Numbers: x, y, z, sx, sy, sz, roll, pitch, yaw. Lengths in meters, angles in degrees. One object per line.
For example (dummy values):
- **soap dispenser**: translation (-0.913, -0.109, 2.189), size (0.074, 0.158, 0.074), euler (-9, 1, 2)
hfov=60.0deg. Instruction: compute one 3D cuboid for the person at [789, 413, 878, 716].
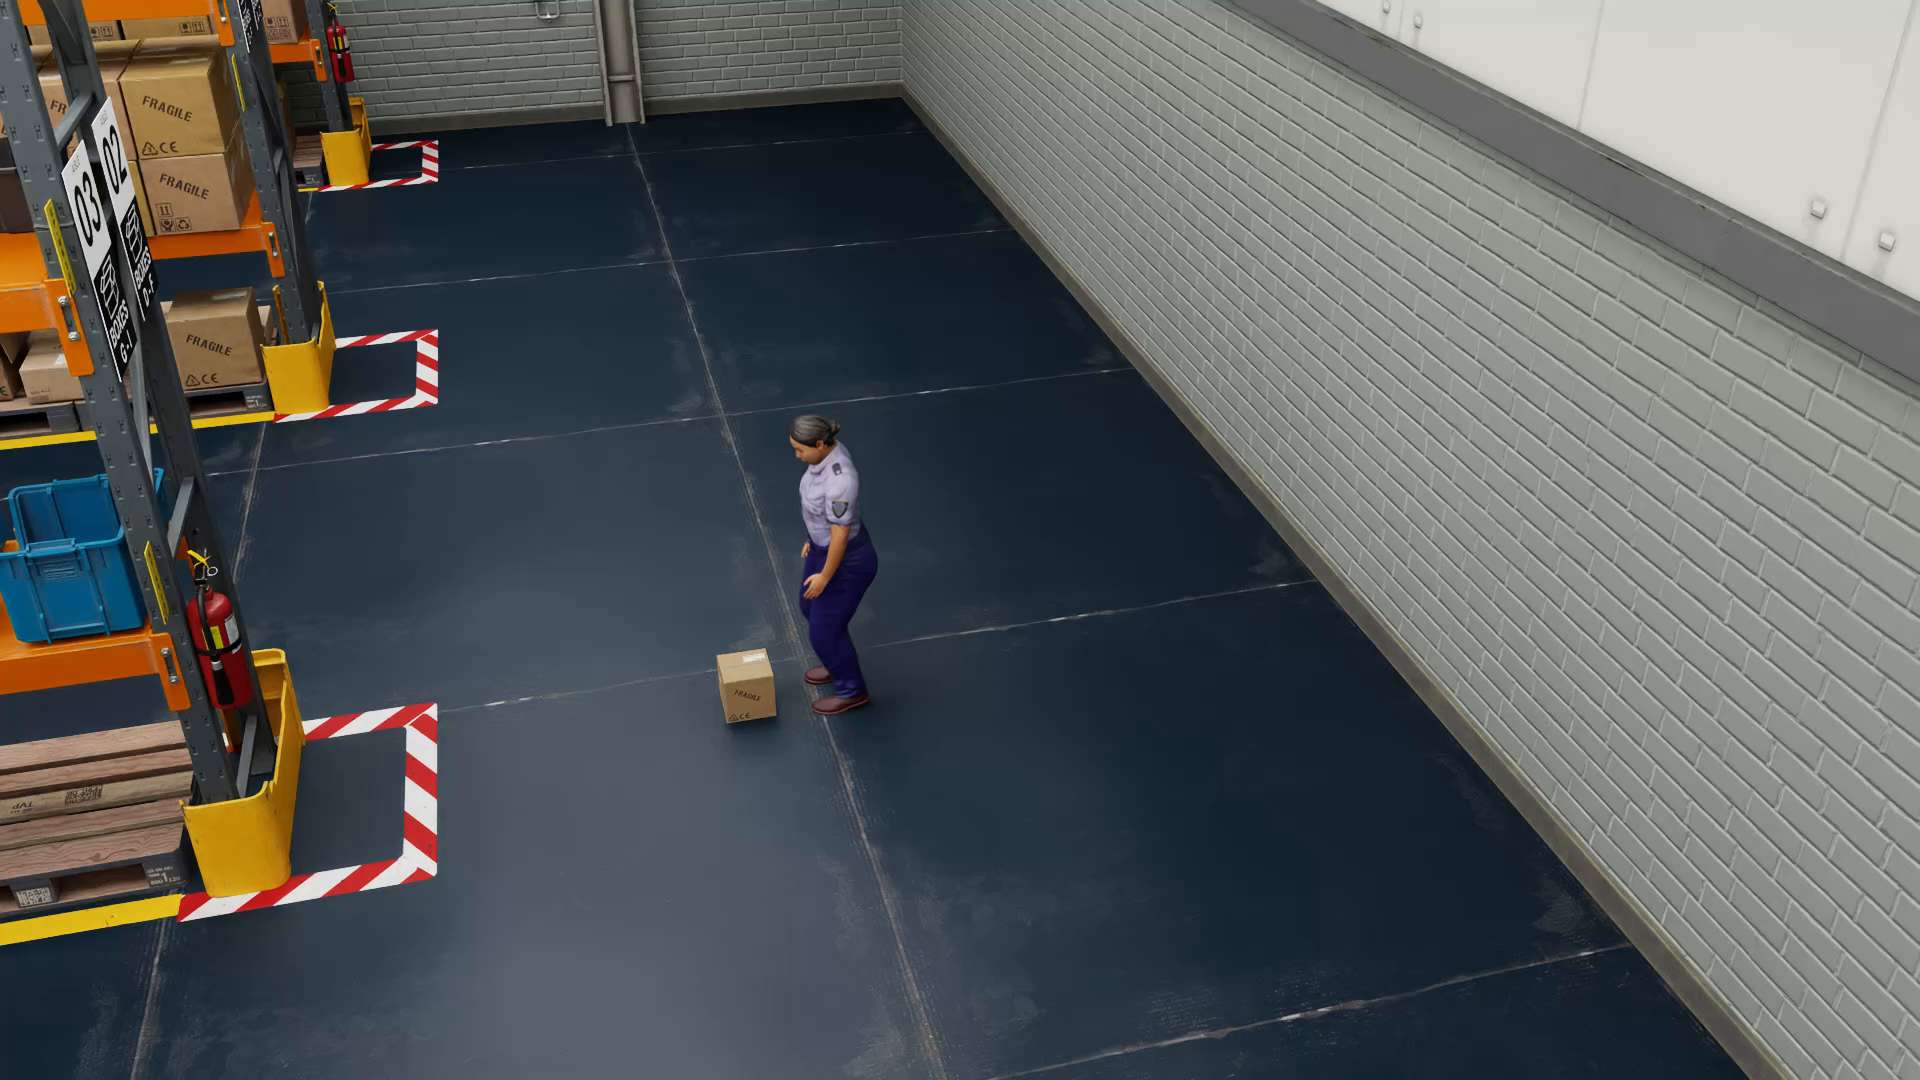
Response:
- **person**: translation (-0.603, 0.103, 8.129), size (0.391, 1.604, 0.496), euler (-7, 31, -12)
